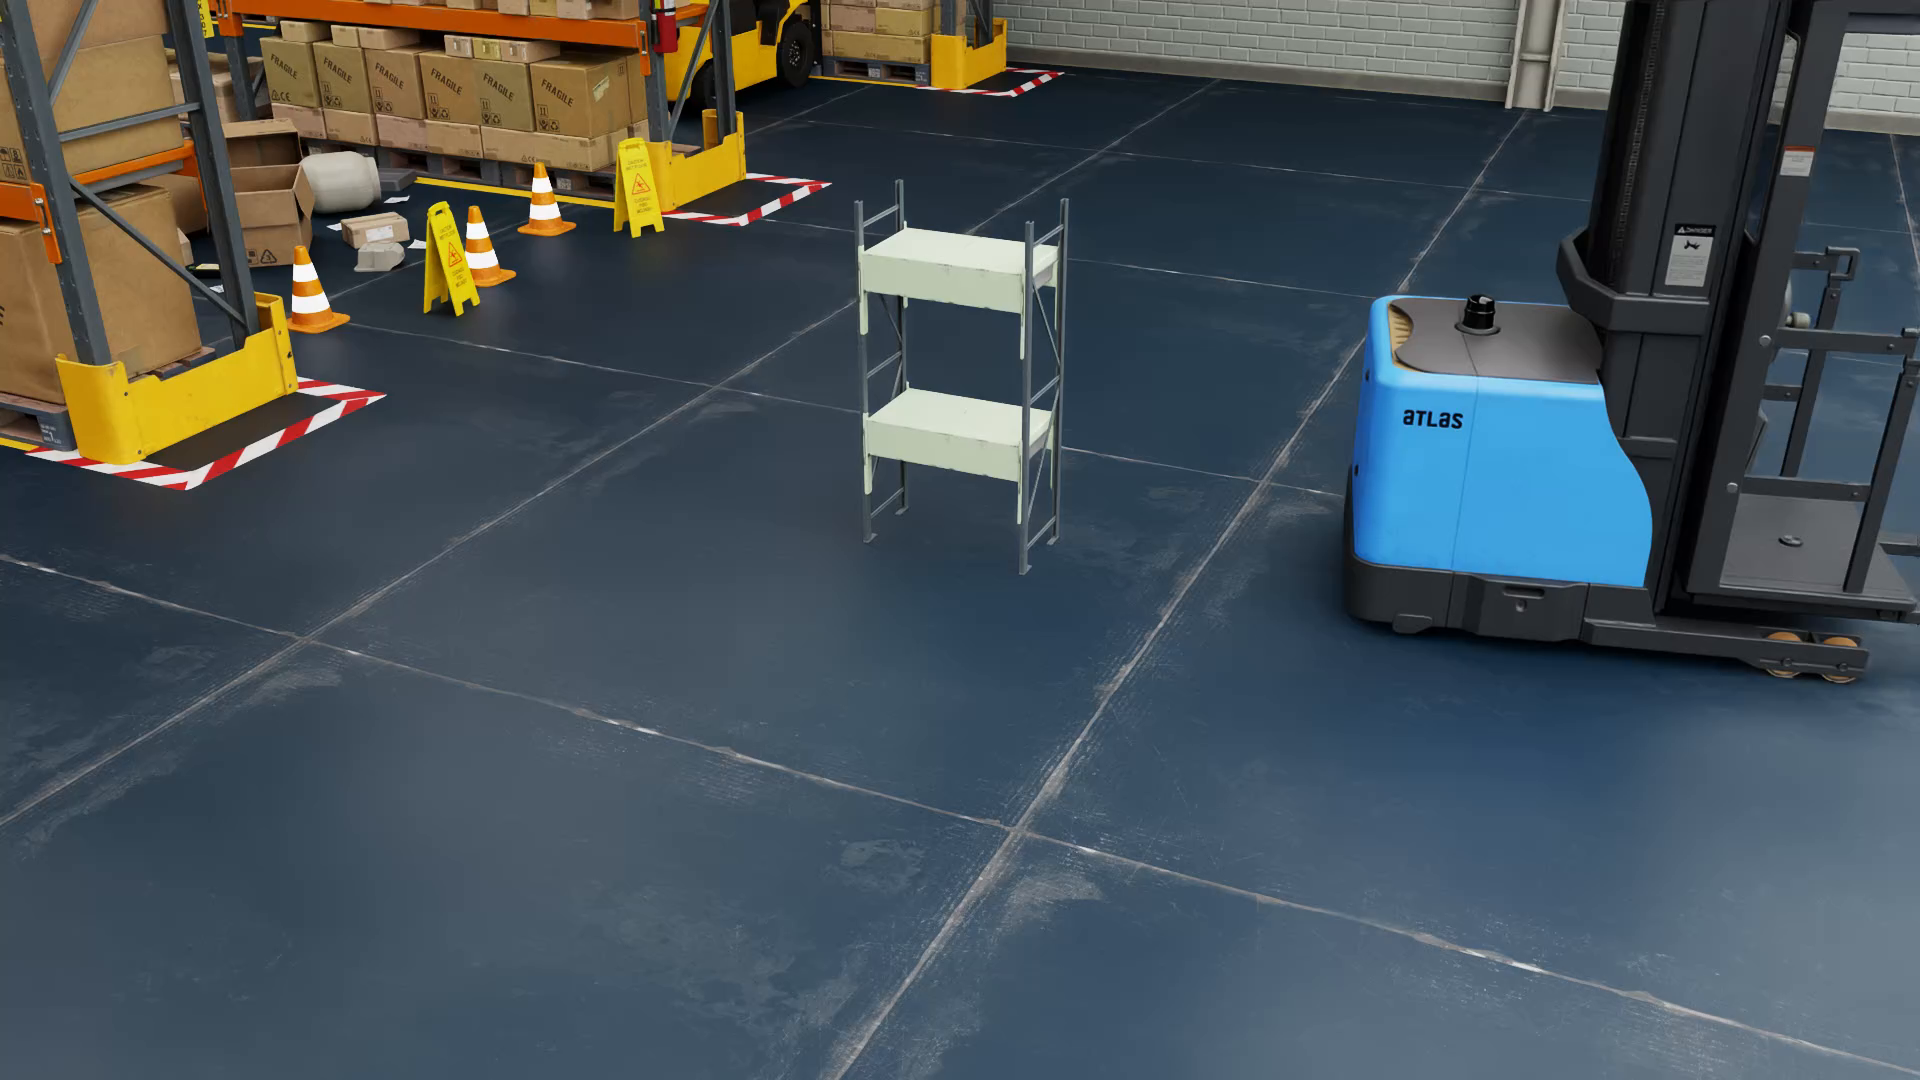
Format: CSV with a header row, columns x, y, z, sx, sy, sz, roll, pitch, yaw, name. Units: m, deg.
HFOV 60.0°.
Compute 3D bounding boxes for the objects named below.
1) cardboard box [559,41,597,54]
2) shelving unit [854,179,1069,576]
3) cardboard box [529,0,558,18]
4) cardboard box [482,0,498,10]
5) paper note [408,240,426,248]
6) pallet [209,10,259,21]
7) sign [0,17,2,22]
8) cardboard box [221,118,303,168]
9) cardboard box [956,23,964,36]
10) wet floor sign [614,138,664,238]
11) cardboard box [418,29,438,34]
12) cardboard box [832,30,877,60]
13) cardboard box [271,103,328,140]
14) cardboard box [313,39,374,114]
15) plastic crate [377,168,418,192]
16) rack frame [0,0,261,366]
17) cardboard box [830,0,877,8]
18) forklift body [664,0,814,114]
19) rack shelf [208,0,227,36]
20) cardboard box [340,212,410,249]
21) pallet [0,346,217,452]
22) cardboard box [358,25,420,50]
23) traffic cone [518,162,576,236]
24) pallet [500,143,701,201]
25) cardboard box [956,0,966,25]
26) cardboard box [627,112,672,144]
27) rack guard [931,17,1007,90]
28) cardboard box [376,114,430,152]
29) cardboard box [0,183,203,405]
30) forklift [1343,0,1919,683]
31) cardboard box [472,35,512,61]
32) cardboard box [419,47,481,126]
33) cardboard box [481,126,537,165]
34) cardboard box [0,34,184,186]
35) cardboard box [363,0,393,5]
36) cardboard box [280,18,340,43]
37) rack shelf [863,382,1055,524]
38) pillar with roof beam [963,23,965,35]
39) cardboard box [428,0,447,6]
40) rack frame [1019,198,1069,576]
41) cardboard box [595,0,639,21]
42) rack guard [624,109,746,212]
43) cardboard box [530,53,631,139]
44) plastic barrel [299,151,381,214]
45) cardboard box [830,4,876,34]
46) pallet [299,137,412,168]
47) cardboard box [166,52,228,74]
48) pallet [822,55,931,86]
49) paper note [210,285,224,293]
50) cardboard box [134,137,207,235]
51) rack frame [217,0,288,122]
x,y,z,sx,sy,sz,roll,pitch,yaw,name
-3.098,-3.622,12.999,0.500,0.500,0.500,10,28,20,cardboard box
0.006,-0.672,6.916,0.755,1.500,0.431,11,28,22,shelving unit
-2.908,-3.901,12.062,0.250,0.149,0.380,11,28,21,cardboard box
-3.330,-4.039,12.343,0.250,0.149,0.380,12,29,23,cardboard box
-3.663,-2.015,11.307,0.142,0.019,0.148,2,26,4,paper note
-8.980,-6.558,20.331,1.213,0.211,1.003,11,28,22,pallet
-4.172,-2.375,7.100,0.005,0.325,0.100,11,28,22,sign
-5.207,-2.842,12.454,0.500,0.500,0.500,-12,29,-23,cardboard box
-0.293,-5.094,16.838,0.500,0.250,0.500,11,28,22,cardboard box
-2.248,-2.453,11.502,0.232,0.644,0.267,23,35,39,wet floor sign
-4.506,-3.904,13.573,0.500,0.500,0.500,12,29,23,cardboard box
-0.934,-4.979,16.605,0.500,0.250,0.500,11,28,22,cardboard box
-5.194,-3.444,13.487,0.500,0.250,0.500,10,28,19,cardboard box
-4.702,-3.687,13.132,0.500,0.500,0.500,13,29,24,cardboard box
-4.530,-2.779,12.804,0.583,0.080,0.402,2,26,4,plastic crate
-3.935,-1.965,7.846,0.127,3.000,1.000,11,28,22,rack frame
-0.942,-5.424,16.376,0.500,0.250,0.500,12,29,23,cardboard box
-2.408,-5.203,15.383,1.214,2.155,2.313,11,28,22,forklift body
-7.440,-4.748,14.313,4.000,0.370,1.077,11,28,22,rack shelf
-4.007,-2.122,11.393,0.380,0.149,0.250,-18,31,-31,cardboard box
-4.695,-0.829,8.695,1.213,0.211,1.003,11,28,22,pallet
-4.390,-3.883,12.795,0.250,0.149,0.380,13,29,25,cardboard box
-2.904,-2.396,11.593,0.334,0.463,0.336,11,28,22,traffic cone
-2.772,-2.900,12.901,1.213,0.211,1.003,11,28,22,pallet
-0.269,-5.319,16.730,0.500,0.250,0.500,12,29,23,cardboard box
-2.598,-3.188,12.966,0.500,0.250,0.500,11,28,21,cardboard box
0.095,-4.845,16.524,0.348,0.500,1.175,11,28,22,rack guard
-4.219,-3.255,13.103,0.500,0.250,0.500,11,28,21,cardboard box
-4.580,-1.298,8.420,0.875,0.875,0.875,12,28,22,cardboard box
3.086,-1.041,6.047,3.031,2.935,1.130,5,27,10,forklift
-3.405,-3.685,12.394,0.250,0.149,0.380,12,29,23,cardboard box
-3.748,-3.496,12.744,0.500,0.500,0.500,11,28,21,cardboard box
-3.294,-3.066,12.720,0.500,0.250,0.500,11,28,22,cardboard box
-4.292,-2.082,7.914,0.550,0.550,0.875,11,28,22,cardboard box
-4.305,-4.169,12.605,0.250,0.149,0.380,12,28,22,cardboard box
-5.105,-4.024,13.082,0.250,0.149,0.380,12,29,23,cardboard box
0.006,-0.379,7.060,0.720,0.370,0.431,11,28,22,rack shelf
-1.970,-7.421,12.135,0.400,9.000,9.100,11,28,22,pillar with roof beam
-3.791,-4.131,12.529,0.250,0.149,0.380,11,28,22,cardboard box
0.339,-0.605,6.780,0.023,1.500,0.400,11,28,22,rack frame
-2.407,-3.844,11.946,0.250,0.149,0.380,12,29,24,cardboard box
-2.047,-2.867,12.506,0.348,0.500,1.175,11,28,22,rack guard
-2.815,-3.307,12.360,0.500,0.500,0.500,12,28,22,cardboard box
-4.485,-2.587,12.026,0.512,0.421,0.421,-12,29,-23,plastic barrel
-0.951,-5.209,16.506,0.500,0.250,0.500,11,28,21,cardboard box
-4.993,-3.346,13.807,1.213,0.211,1.003,11,28,22,pallet
-6.754,-3.940,14.356,0.625,0.372,0.950,13,29,25,cardboard box
-0.640,-4.843,16.847,1.213,0.211,1.003,11,28,22,pallet
-4.622,-1.594,10.456,0.142,0.017,0.144,23,35,39,paper note
-5.480,-2.386,11.373,0.503,0.637,0.797,11,28,22,cardboard box
-5.619,-4.706,13.412,0.127,3.000,1.000,11,28,22,rack frame
